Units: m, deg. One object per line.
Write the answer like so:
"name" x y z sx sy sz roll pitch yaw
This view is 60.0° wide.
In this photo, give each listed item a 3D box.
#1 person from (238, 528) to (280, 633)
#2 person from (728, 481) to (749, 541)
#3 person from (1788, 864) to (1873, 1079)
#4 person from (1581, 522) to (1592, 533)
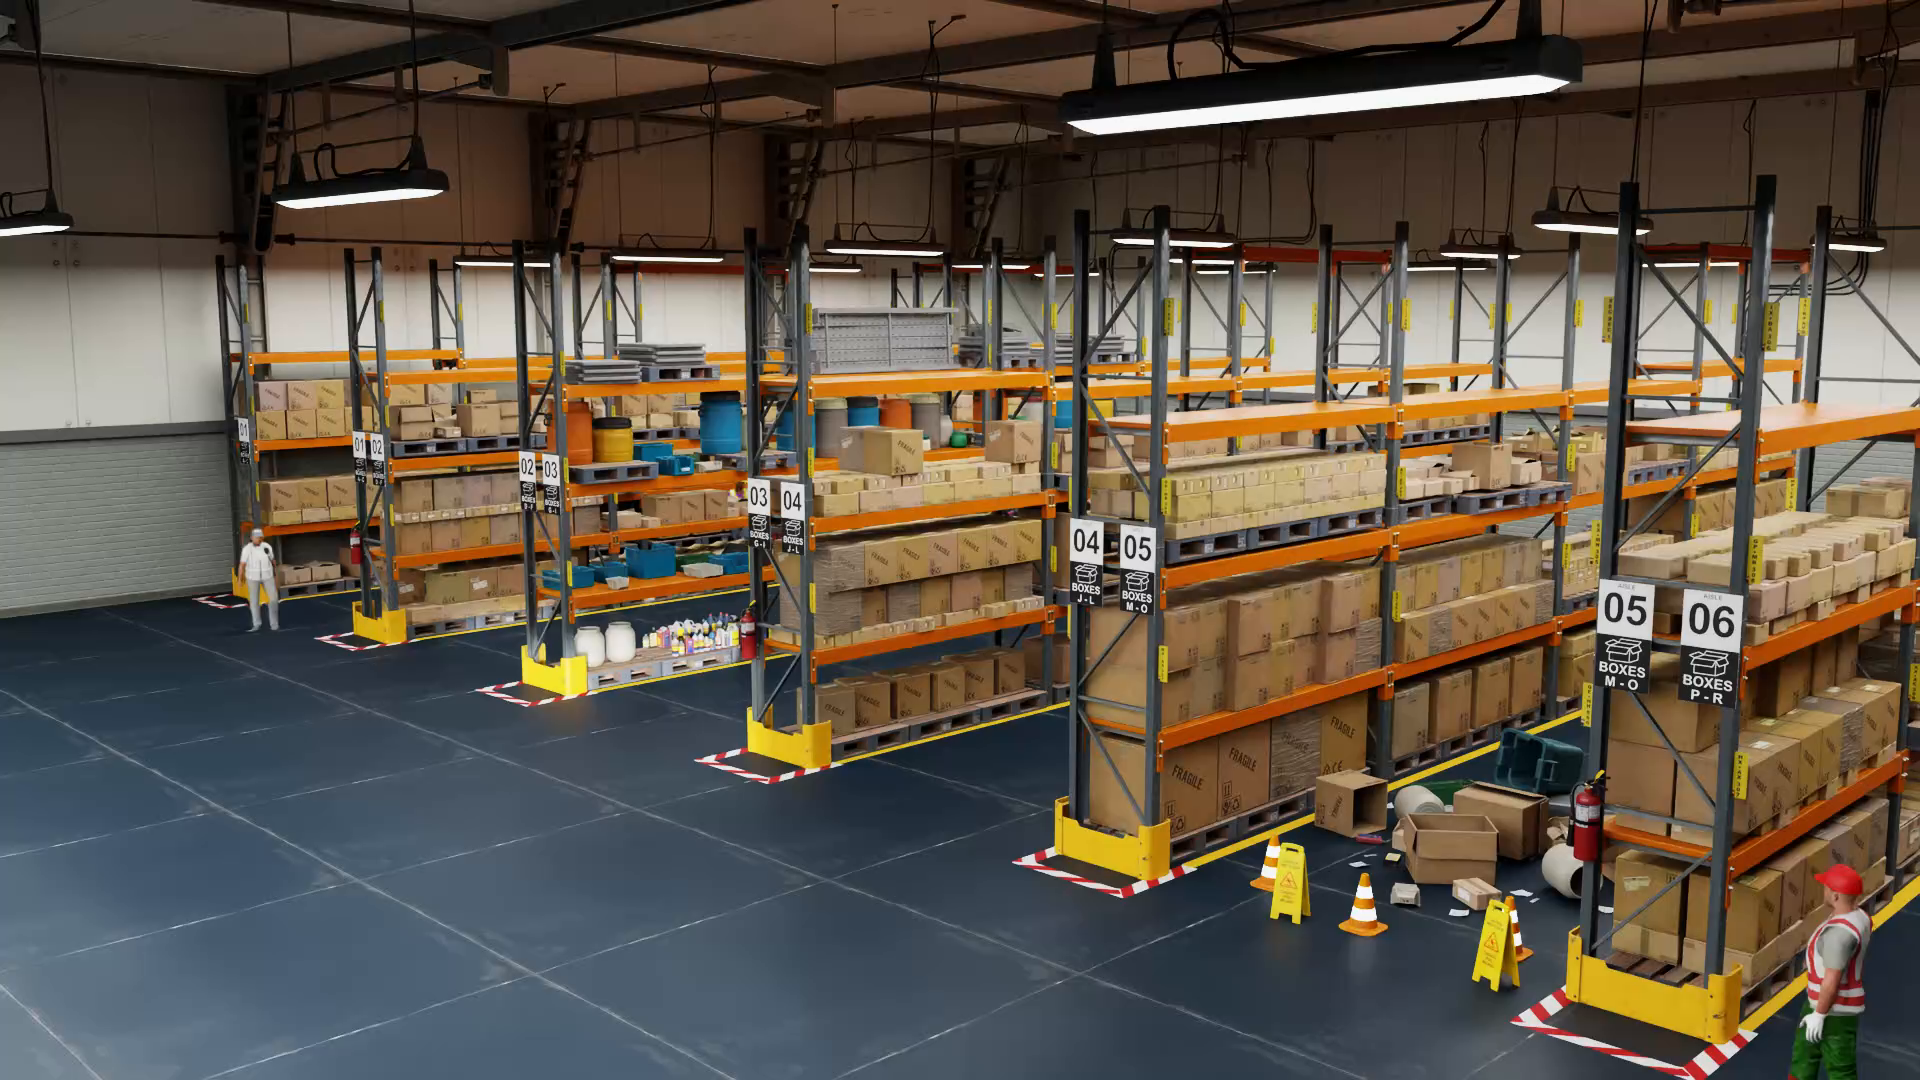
"person" -11.125 0.655 26.363 0.614 1.713 0.448 -4 9 -27
"person" -4.419 -0.411 33.280 0.612 1.776 0.434 0 8 2
"person" 5.237 2.846 10.215 0.637 1.781 0.561 3 9 19
"person" 10.020 0.598 26.441 0.927 1.776 0.529 -8 11 -44
